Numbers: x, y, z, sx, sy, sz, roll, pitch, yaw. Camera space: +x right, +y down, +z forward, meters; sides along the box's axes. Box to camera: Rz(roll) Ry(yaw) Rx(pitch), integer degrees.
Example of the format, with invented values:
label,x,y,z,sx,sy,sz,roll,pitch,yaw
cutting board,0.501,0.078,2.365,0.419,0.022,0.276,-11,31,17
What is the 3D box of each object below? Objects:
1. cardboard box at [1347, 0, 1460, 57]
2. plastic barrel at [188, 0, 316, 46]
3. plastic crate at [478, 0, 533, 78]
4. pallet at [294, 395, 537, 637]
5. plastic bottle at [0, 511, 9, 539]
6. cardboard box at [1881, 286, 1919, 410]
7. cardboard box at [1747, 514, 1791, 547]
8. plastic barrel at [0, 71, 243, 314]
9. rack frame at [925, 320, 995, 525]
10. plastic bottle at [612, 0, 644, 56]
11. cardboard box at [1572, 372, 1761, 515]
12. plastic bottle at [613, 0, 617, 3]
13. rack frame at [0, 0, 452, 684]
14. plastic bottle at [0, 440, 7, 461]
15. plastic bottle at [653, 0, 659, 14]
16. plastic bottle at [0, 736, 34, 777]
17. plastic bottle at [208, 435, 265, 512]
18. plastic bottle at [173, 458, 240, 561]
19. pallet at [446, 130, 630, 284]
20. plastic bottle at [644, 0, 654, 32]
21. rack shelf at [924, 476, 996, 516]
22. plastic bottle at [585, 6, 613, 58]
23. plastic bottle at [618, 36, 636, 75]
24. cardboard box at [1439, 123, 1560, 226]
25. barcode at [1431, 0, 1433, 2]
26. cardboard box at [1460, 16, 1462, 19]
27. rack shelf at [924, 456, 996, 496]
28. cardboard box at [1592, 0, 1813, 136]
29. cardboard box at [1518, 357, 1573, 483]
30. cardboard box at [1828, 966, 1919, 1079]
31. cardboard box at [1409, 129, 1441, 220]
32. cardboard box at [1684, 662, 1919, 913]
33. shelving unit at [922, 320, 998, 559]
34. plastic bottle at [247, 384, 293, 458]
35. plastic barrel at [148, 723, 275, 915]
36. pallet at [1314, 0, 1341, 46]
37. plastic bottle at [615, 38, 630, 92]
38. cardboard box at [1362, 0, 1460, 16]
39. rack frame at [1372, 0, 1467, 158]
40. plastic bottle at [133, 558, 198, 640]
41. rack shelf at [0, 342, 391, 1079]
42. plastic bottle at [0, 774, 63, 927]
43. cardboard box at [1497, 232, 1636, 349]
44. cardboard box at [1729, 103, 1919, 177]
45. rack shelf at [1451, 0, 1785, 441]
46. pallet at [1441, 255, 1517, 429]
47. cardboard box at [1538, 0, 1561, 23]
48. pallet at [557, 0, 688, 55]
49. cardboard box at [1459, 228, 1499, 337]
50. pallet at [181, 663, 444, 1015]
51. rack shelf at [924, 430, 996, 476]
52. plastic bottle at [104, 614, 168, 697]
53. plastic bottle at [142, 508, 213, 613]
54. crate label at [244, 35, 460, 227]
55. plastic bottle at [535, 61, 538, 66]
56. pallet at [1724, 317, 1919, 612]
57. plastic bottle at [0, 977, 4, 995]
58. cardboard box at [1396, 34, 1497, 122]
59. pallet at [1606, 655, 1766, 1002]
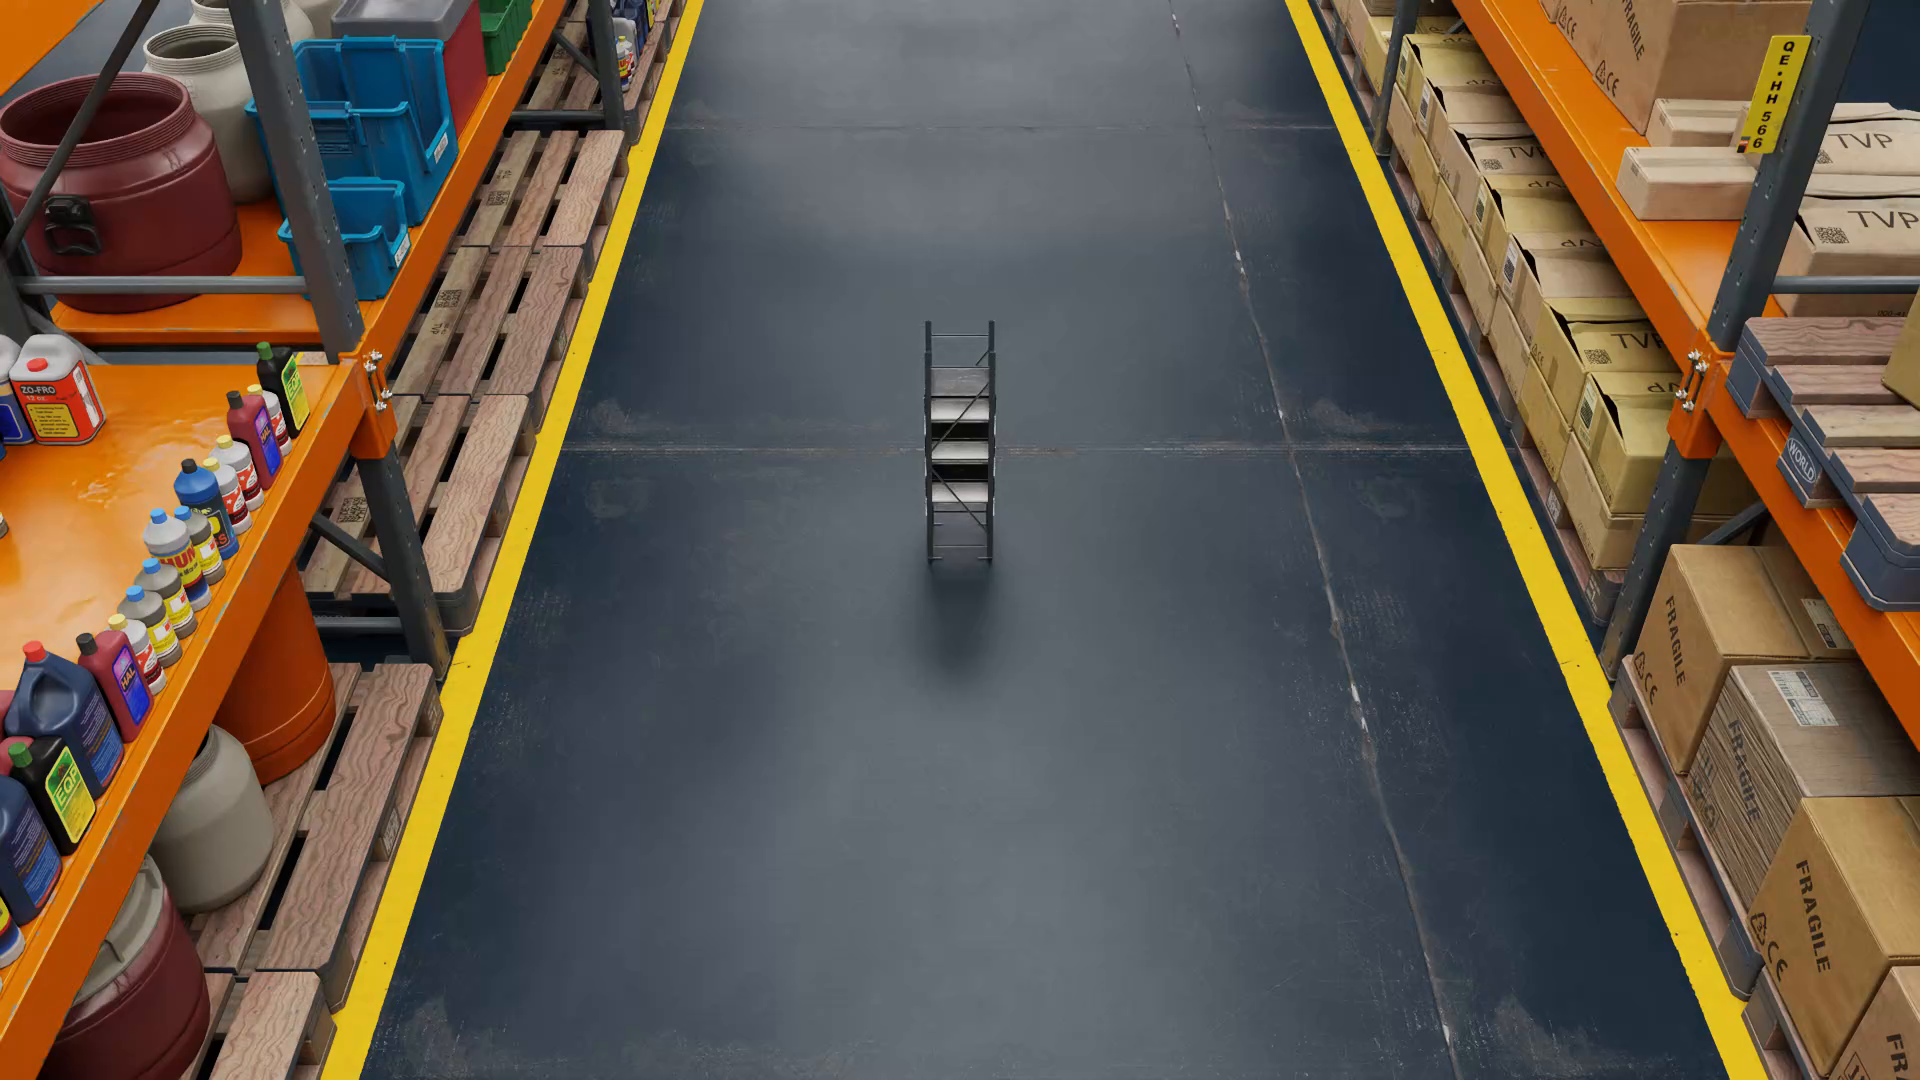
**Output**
label,x,y,z,sx,sy,sz,roll,pitch,yaw
cardboard box,2.485,-2.917,9.355,0.500,0.250,0.500,0,39,0
plastic barrel,-2.469,-1.672,5.848,0.421,0.512,0.421,0,39,0
plastic crate,-1.974,-2.051,6.580,0.450,0.188,0.662,0,39,0
pallet,-2.216,-0.118,6.228,1.003,0.211,1.213,0,39,0
plastic bottle,-2.451,-0.095,4.129,0.097,0.201,0.097,0,39,0
cardboard box,2.813,-0.532,4.099,0.700,0.500,0.500,-12,40,-15
cardboard box,2.993,-0.141,5.891,0.500,0.250,0.500,0,39,0
plastic barrel,-2.557,-1.064,5.071,0.600,0.536,0.708,0,39,0
rack frame,0.000,-0.410,6.042,0.240,0.900,0.006,0,39,0
plastic bottle,-1.844,-2.866,9.194,0.144,0.351,0.185,1,39,1
cardboard box,2.453,-0.360,5.715,0.500,0.311,0.500,1,39,1
plastic bottle,-1.993,-3.205,9.677,0.152,0.276,0.135,0,39,0
rack frame,-2.253,-0.721,4.752,1.000,3.000,0.127,0,39,0
plastic bottle,-2.603,-0.328,4.363,0.097,0.271,0.097,0,39,0
plastic bottle,-1.845,-3.250,9.673,0.144,0.351,0.185,0,39,0
plastic bottle,-1.886,0.491,3.332,0.061,0.283,0.133,0,39,0
plastic bottle,-1.844,-0.175,4.228,0.097,0.201,0.097,0,39,0
plastic bottle,-1.844,-0.080,4.054,0.097,0.271,0.097,0,39,0
pallet,-2.218,-1.644,8.132,1.003,0.211,1.213,0,39,0
plastic bottle,-1.803,-3.061,9.491,0.061,0.283,0.133,2,39,2
rack shelf,0.000,-0.180,6.096,0.258,0.077,0.200,0,39,0
plastic bottle,-1.988,-2.866,9.194,0.144,0.351,0.185,0,39,0
plastic bottle,-1.820,-2.629,9.018,0.097,0.201,0.097,0,39,0
cardboard box,2.444,-1.638,7.310,0.500,0.311,0.500,-1,39,-2
barcode,2.279,-2.635,8.019,0.001,0.075,0.075,0,39,0
cardboard box,3.002,-2.918,9.355,0.500,0.250,0.500,0,39,0
rack shelf,0.000,-0.250,6.039,0.258,0.077,0.200,0,39,0
cardboard box,2.682,-1.811,6.031,0.500,0.500,0.500,-2,39,-2
cardboard box,2.451,-0.465,6.294,0.500,0.250,0.500,0,39,-1
cardboard box,2.422,1.333,3.835,0.500,0.500,0.500,-1,39,-2
cardboard box,2.447,-1.743,7.889,0.500,0.250,0.500,1,39,1
cardboard box,2.421,0.693,4.633,0.500,0.500,0.500,-1,39,-2
shelving unit,0.000,-0.346,5.962,0.258,0.900,0.210,0,39,0
plastic bottle,-1.844,-0.319,4.408,0.097,0.201,0.097,0,39,0
plastic barrel,-2.146,0.744,4.576,0.421,0.512,0.421,0,39,0
pallet,2.732,-3.398,10.322,1.003,0.211,1.213,0,39,0
plastic bottle,-1.820,-2.529,8.838,0.097,0.271,0.097,0,39,0
cardboard box,2.487,-3.210,9.120,0.500,0.500,0.500,0,39,0
rack frame,2.695,-3.224,7.874,1.000,3.000,0.127,0,39,0
plastic bottle,-1.844,0.130,3.848,0.097,0.201,0.097,0,39,0
rack shelf,-2.251,0.810,3.416,1.077,0.370,4.000,0,39,0
plastic bottle,-1.866,0.564,3.187,0.144,0.351,0.185,0,39,0
cardboard box,2.448,-1.000,6.514,0.500,0.311,0.500,0,39,0
cardboard box,2.893,-1.247,5.479,0.500,0.311,0.500,0,39,-1
rack shelf,2.698,-1.693,6.539,1.077,0.370,4.000,0,39,0
pallet,2.739,-0.910,7.217,1.003,0.211,1.213,0,39,0
cardboard box,2.680,-2.453,6.833,0.500,0.500,0.500,3,39,3
pallet,-2.221,-3.320,10.224,1.003,0.211,1.213,0,39,0
cardboard box,2.450,-1.101,7.088,0.500,0.250,0.500,1,39,1
pallet,-2.211,0.860,5.008,1.003,0.211,1.213,0,39,0
rack shelf,0.000,-0.320,5.983,0.258,0.077,0.200,0,39,0
plastic bottle,-1.843,0.251,3.697,0.097,0.201,0.097,0,39,0
plastic bottle,-1.844,0.041,3.903,0.097,0.271,0.097,0,39,0
crate label,-1.984,-1.357,5.516,0.502,0.435,0.616,0,39,0
plastic bottle,-2.403,-2.763,9.066,0.144,0.351,0.185,0,39,0
pallet,2.771,-0.224,4.284,1.213,0.211,1.003,0,39,0
plastic bottle,-1.842,0.744,3.026,0.097,0.271,0.097,0,39,0
cardboard box,2.447,-2.275,8.105,0.500,0.311,0.500,0,39,0
pallet,2.663,0.832,5.043,1.003,0.211,1.213,0,39,0
